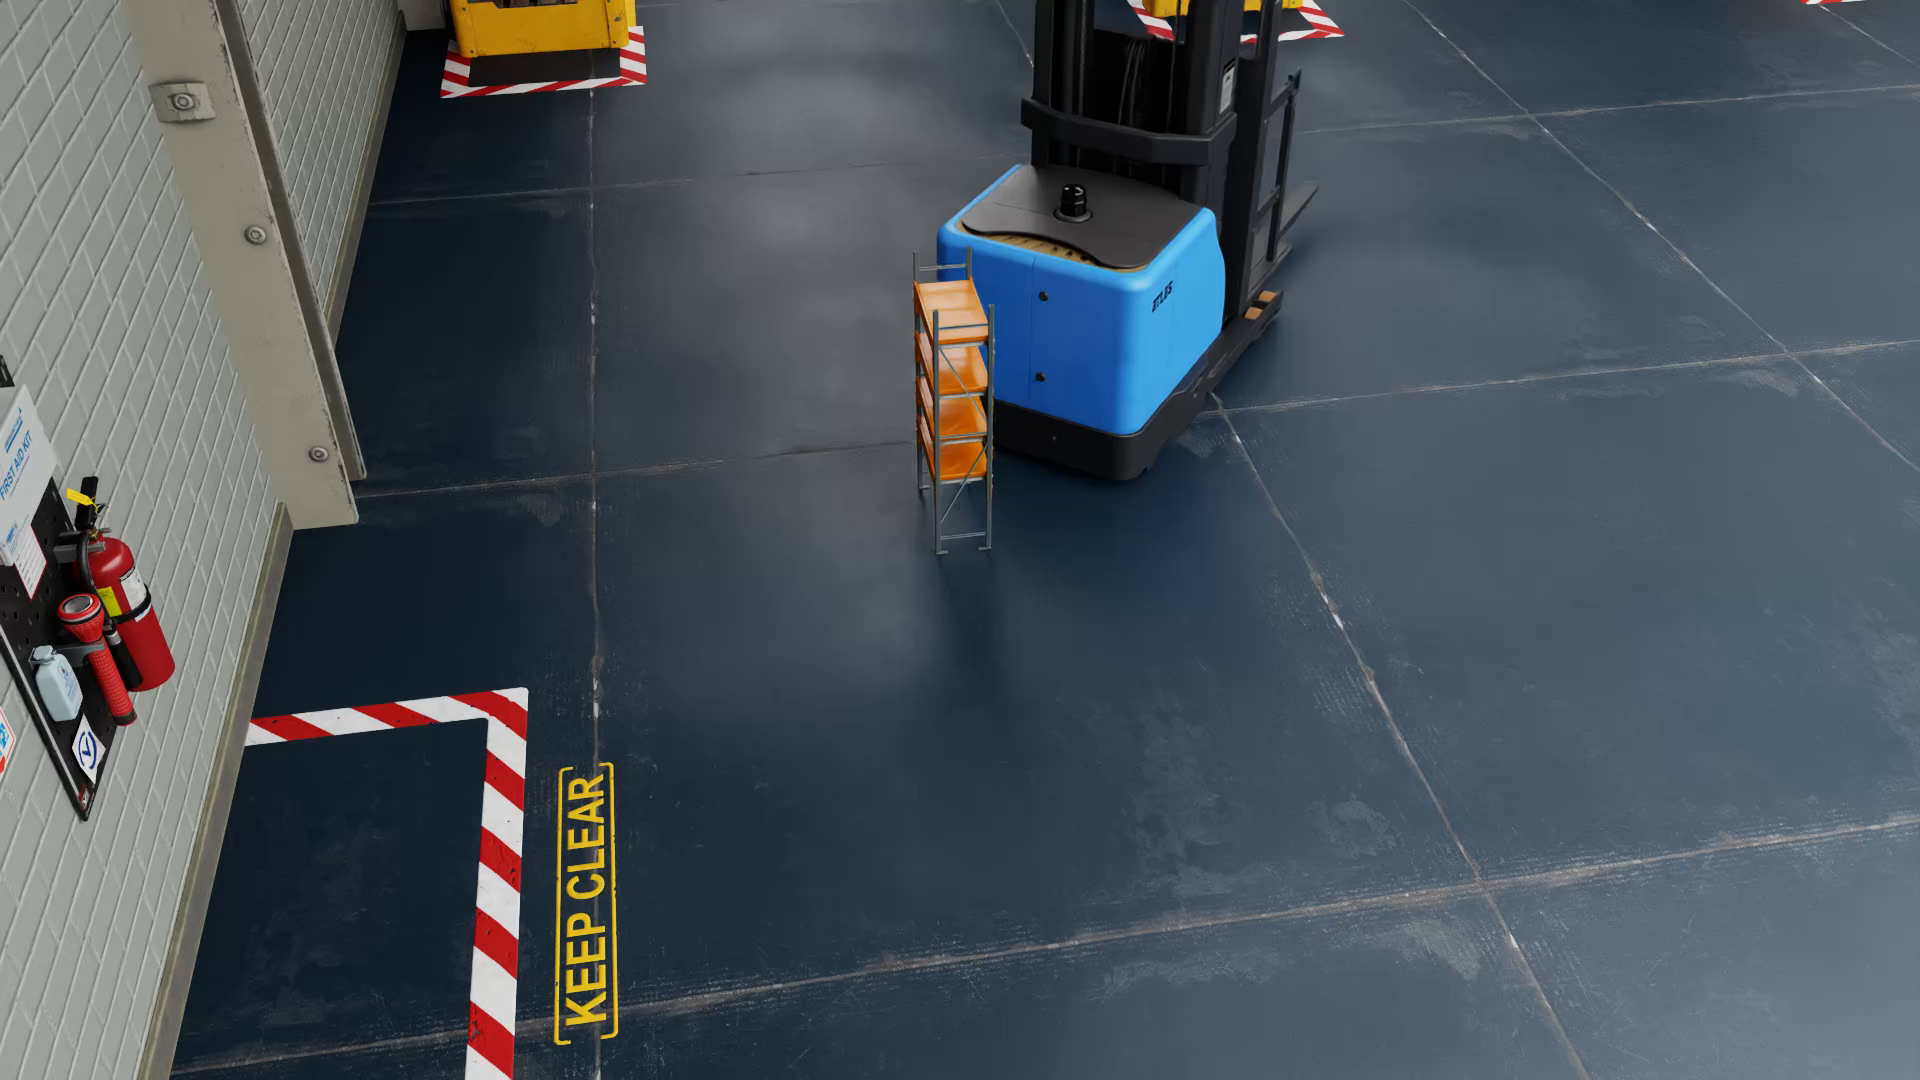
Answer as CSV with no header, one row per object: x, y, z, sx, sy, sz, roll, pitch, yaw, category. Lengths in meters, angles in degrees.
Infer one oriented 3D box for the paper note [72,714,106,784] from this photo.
-2.490,0.597,4.755,0.016,0.148,0.142,-6,38,-8,paper note

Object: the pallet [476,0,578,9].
-3.047,-4.096,12.350,1.003,0.211,1.213,-6,38,-8,pallet

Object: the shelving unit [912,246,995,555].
-0.029,-0.574,7.011,0.258,1.200,0.503,-6,38,-8,shelving unit

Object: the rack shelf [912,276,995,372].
-0.029,-0.884,6.770,0.258,0.148,0.480,-6,38,-8,rack shelf

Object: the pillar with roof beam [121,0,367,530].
1.390,-4.194,5.314,9.100,9.000,0.400,-6,38,-8,pillar with roof beam

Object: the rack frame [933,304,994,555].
0.014,-0.426,6.821,0.240,1.200,0.015,-6,38,-8,rack frame

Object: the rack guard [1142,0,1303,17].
1.954,-4.190,12.236,1.175,0.500,0.348,-6,38,-8,rack guard

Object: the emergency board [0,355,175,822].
-2.453,0.135,4.632,0.194,1.169,0.643,-6,38,-8,emergency board

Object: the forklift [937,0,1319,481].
1.032,-2.313,7.838,1.130,2.935,3.031,19,42,22,forklift

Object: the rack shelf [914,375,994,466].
-0.029,-0.521,7.052,0.258,0.148,0.480,-6,38,-8,rack shelf

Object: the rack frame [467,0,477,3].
-2.926,-4.656,10.799,1.000,3.000,0.127,-6,38,-8,rack frame

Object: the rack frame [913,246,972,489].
-0.072,-0.721,7.200,0.240,1.200,0.015,-6,38,-8,rack frame

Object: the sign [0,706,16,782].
-2.458,0.466,4.177,0.001,0.329,0.234,-6,38,-8,sign

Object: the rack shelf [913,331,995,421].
-0.029,-0.697,6.915,0.258,0.148,0.480,-6,38,-8,rack shelf

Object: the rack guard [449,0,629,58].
-2.940,-3.715,11.625,1.175,0.500,0.348,-6,38,-8,rack guard

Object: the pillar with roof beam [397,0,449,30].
0.338,-7.818,9.979,9.100,9.000,0.400,-6,38,-8,pillar with roof beam

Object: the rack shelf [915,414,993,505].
-0.029,-0.364,7.174,0.258,0.148,0.480,-6,38,-8,rack shelf
